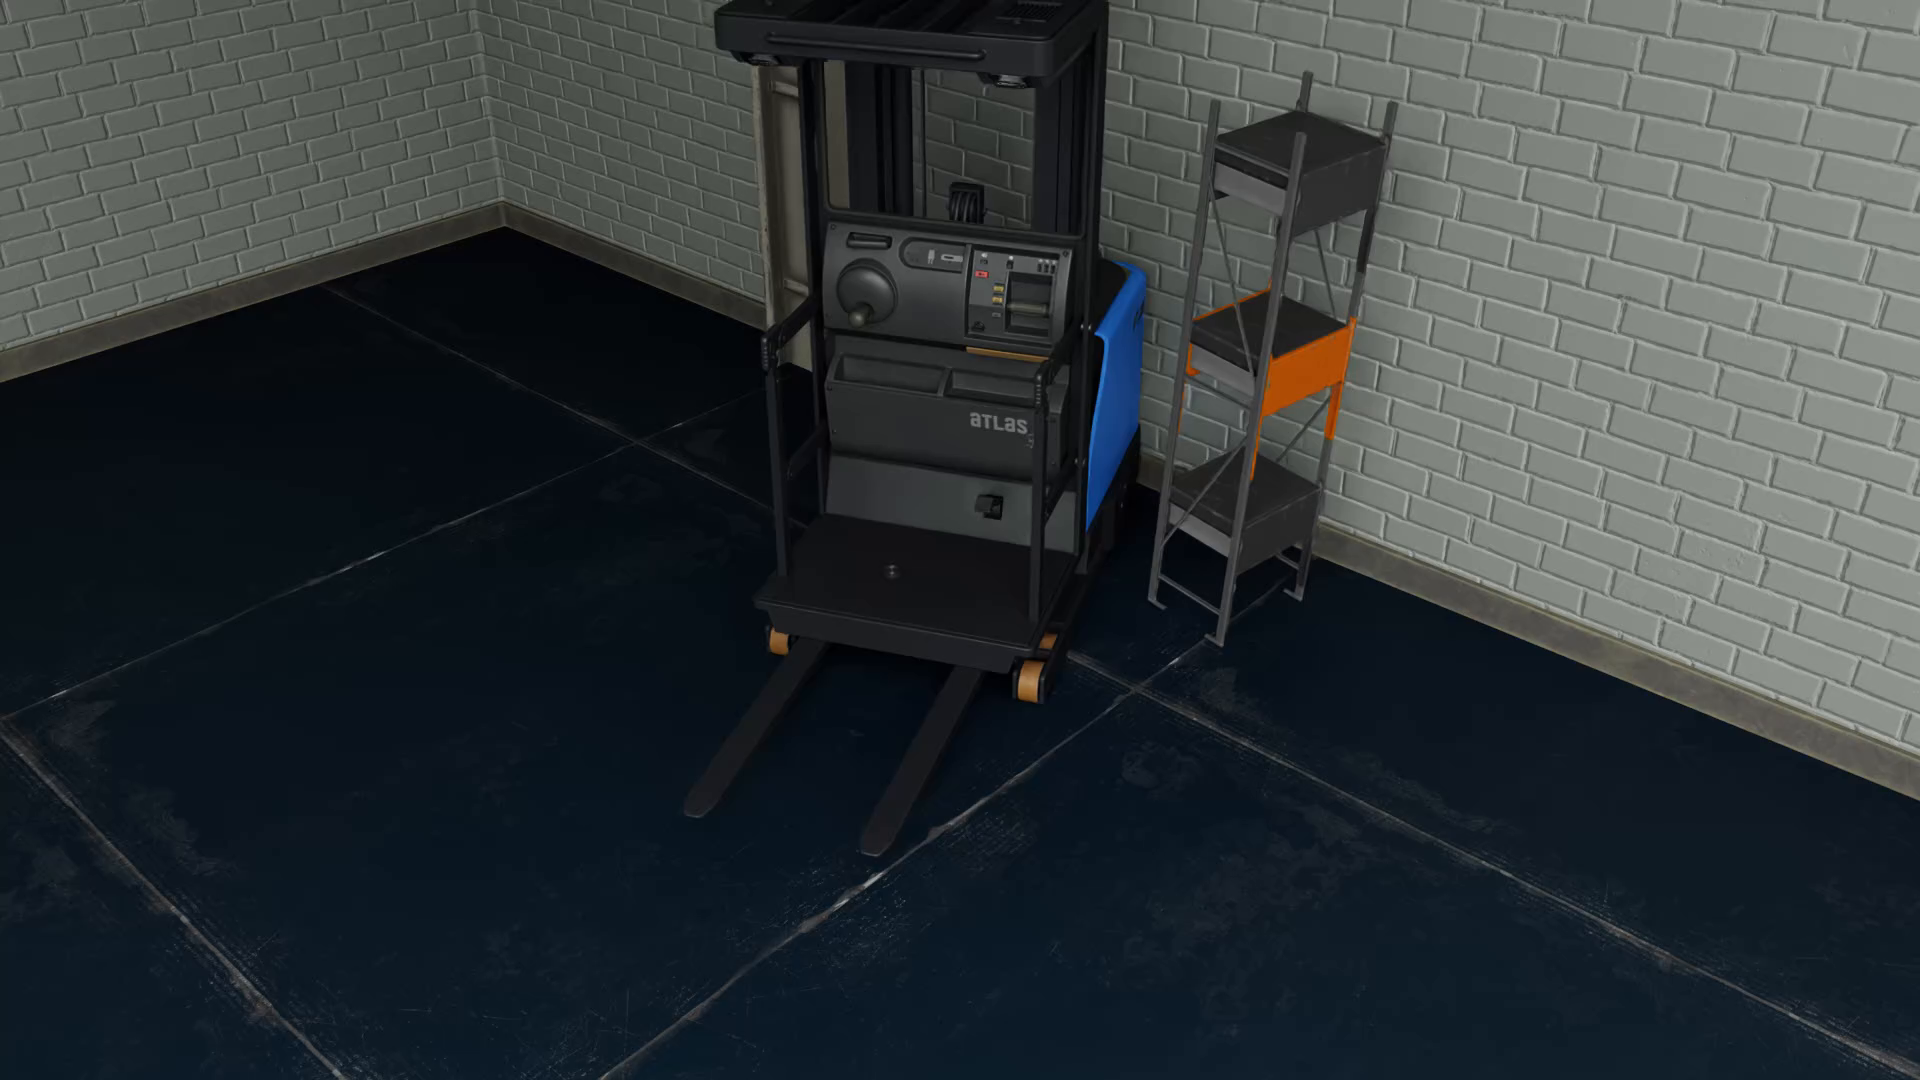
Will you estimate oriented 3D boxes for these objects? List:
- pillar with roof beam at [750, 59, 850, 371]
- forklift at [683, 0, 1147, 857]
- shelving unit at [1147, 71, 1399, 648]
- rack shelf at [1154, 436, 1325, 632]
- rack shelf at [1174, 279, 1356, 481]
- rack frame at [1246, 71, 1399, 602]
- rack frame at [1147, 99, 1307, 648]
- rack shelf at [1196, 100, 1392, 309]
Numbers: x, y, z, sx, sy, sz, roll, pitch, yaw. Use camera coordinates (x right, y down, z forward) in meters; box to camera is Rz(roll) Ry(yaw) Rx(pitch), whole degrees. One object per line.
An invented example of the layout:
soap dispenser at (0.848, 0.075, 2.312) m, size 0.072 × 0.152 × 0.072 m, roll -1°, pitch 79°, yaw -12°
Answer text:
pillar with roof beam at (-3.653, -3.132, 3.727) m, size 0.400 × 9.000 × 9.100 m, roll 25°, pitch 39°, yaw 35°
forklift at (-0.116, -0.875, 5.862) m, size 1.130 × 2.935 × 3.031 m, roll 9°, pitch 32°, yaw 15°
shelving unit at (1.124, -0.616, 6.204) m, size 0.503 × 2.100 × 0.431 m, roll -25°, pitch 43°, yaw -34°
rack shelf at (1.097, -0.030, 6.610) m, size 0.480 × 0.518 × 0.431 m, roll -25°, pitch 43°, yaw -34°
rack shelf at (1.123, -0.605, 6.212) m, size 0.480 × 0.518 × 0.431 m, roll -25°, pitch 43°, yaw -34°
rack frame at (1.307, -0.702, 6.340) m, size 0.015 × 2.100 × 0.400 m, roll -25°, pitch 43°, yaw -34°
rack frame at (0.940, -0.531, 6.068) m, size 0.015 × 2.100 × 0.400 m, roll -25°, pitch 43°, yaw -34°
rack shelf at (1.150, -1.180, 5.814) m, size 0.480 × 0.518 × 0.431 m, roll -25°, pitch 43°, yaw -34°
